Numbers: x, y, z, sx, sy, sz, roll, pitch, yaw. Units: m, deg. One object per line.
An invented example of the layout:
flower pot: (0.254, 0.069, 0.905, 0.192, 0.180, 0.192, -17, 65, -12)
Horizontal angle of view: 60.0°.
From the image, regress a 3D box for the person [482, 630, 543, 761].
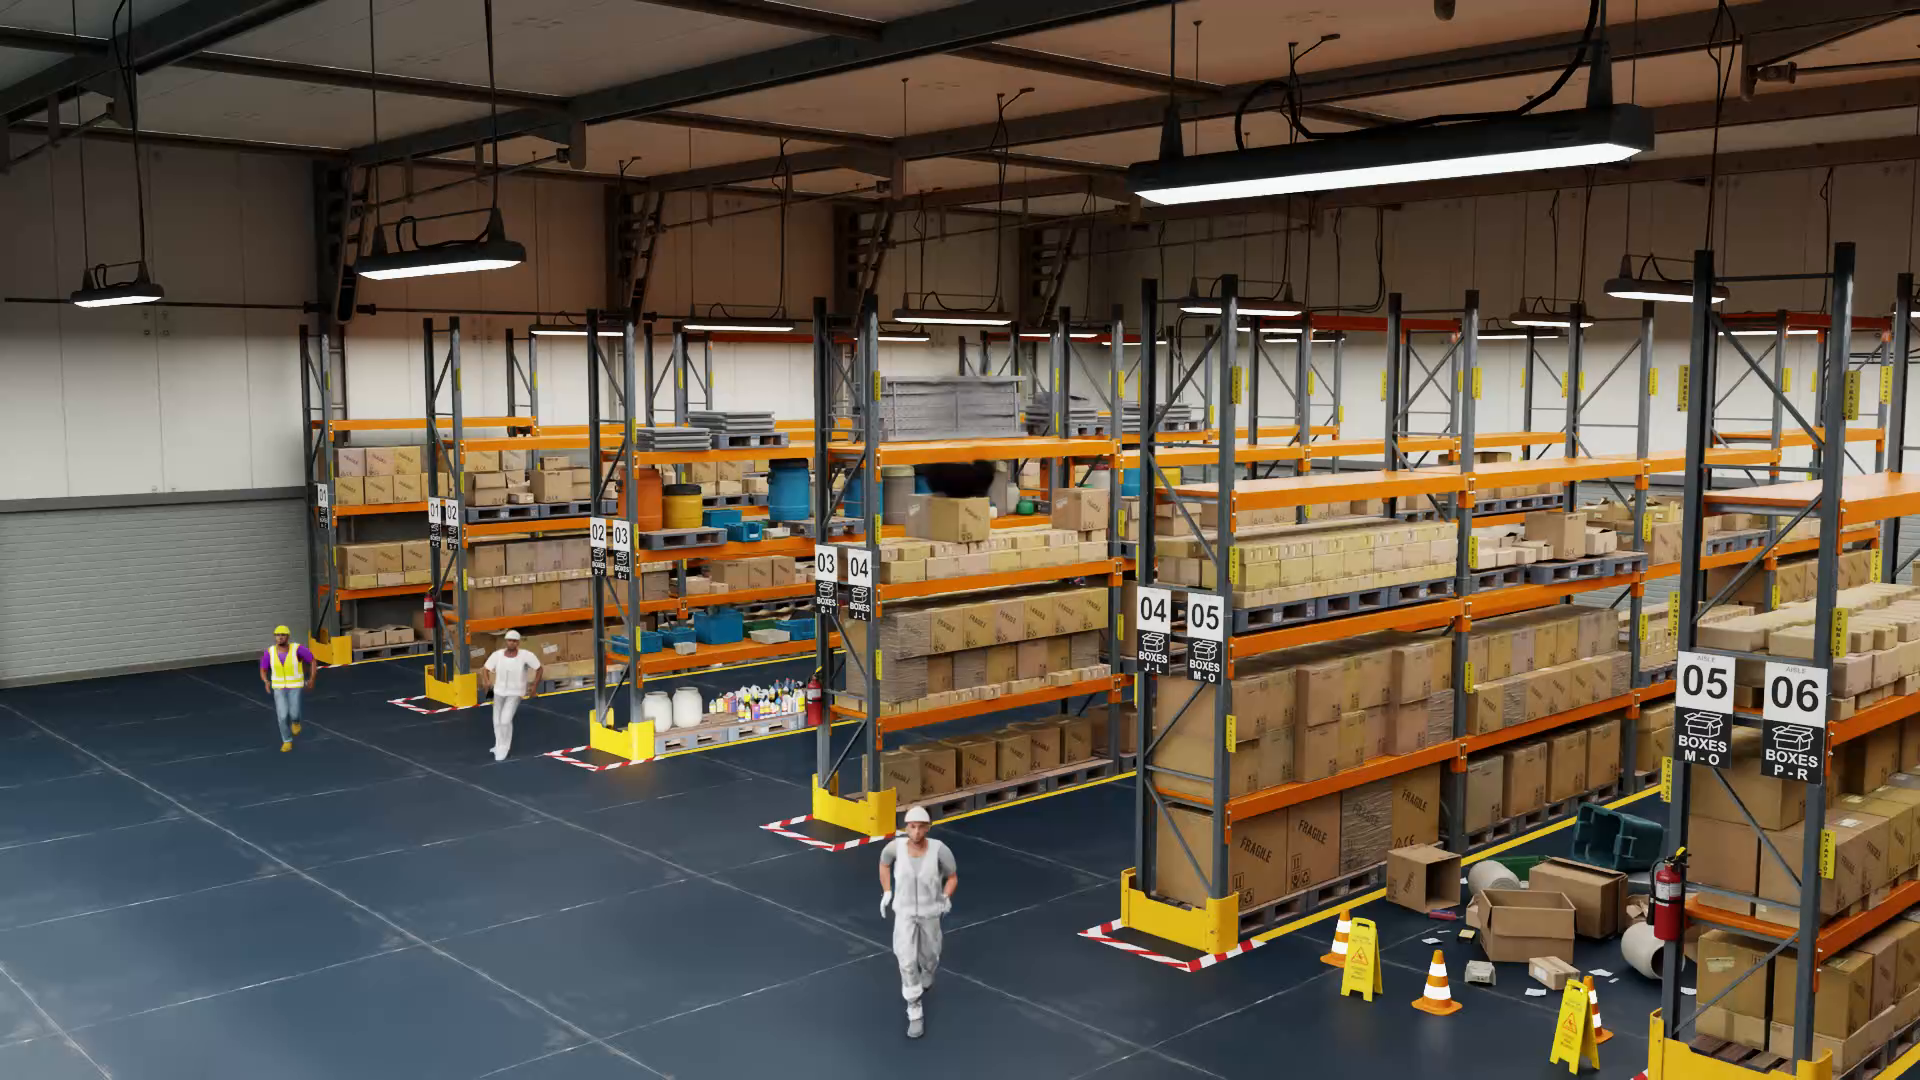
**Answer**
person: (-6.017, 2.071, 22.220, 0.765, 1.758, 0.647, 1, 6, 7)

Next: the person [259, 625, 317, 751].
person: (-9.207, 2.017, 22.794, 0.729, 1.731, 0.654, -1, 6, -12)

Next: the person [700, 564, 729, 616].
person: (-4.506, 1.226, 31.411, 0.968, 1.627, 0.635, -5, 8, -41)

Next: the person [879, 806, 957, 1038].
person: (-0.336, 2.957, 13.262, 0.633, 1.763, 0.910, 0, 6, 1)
